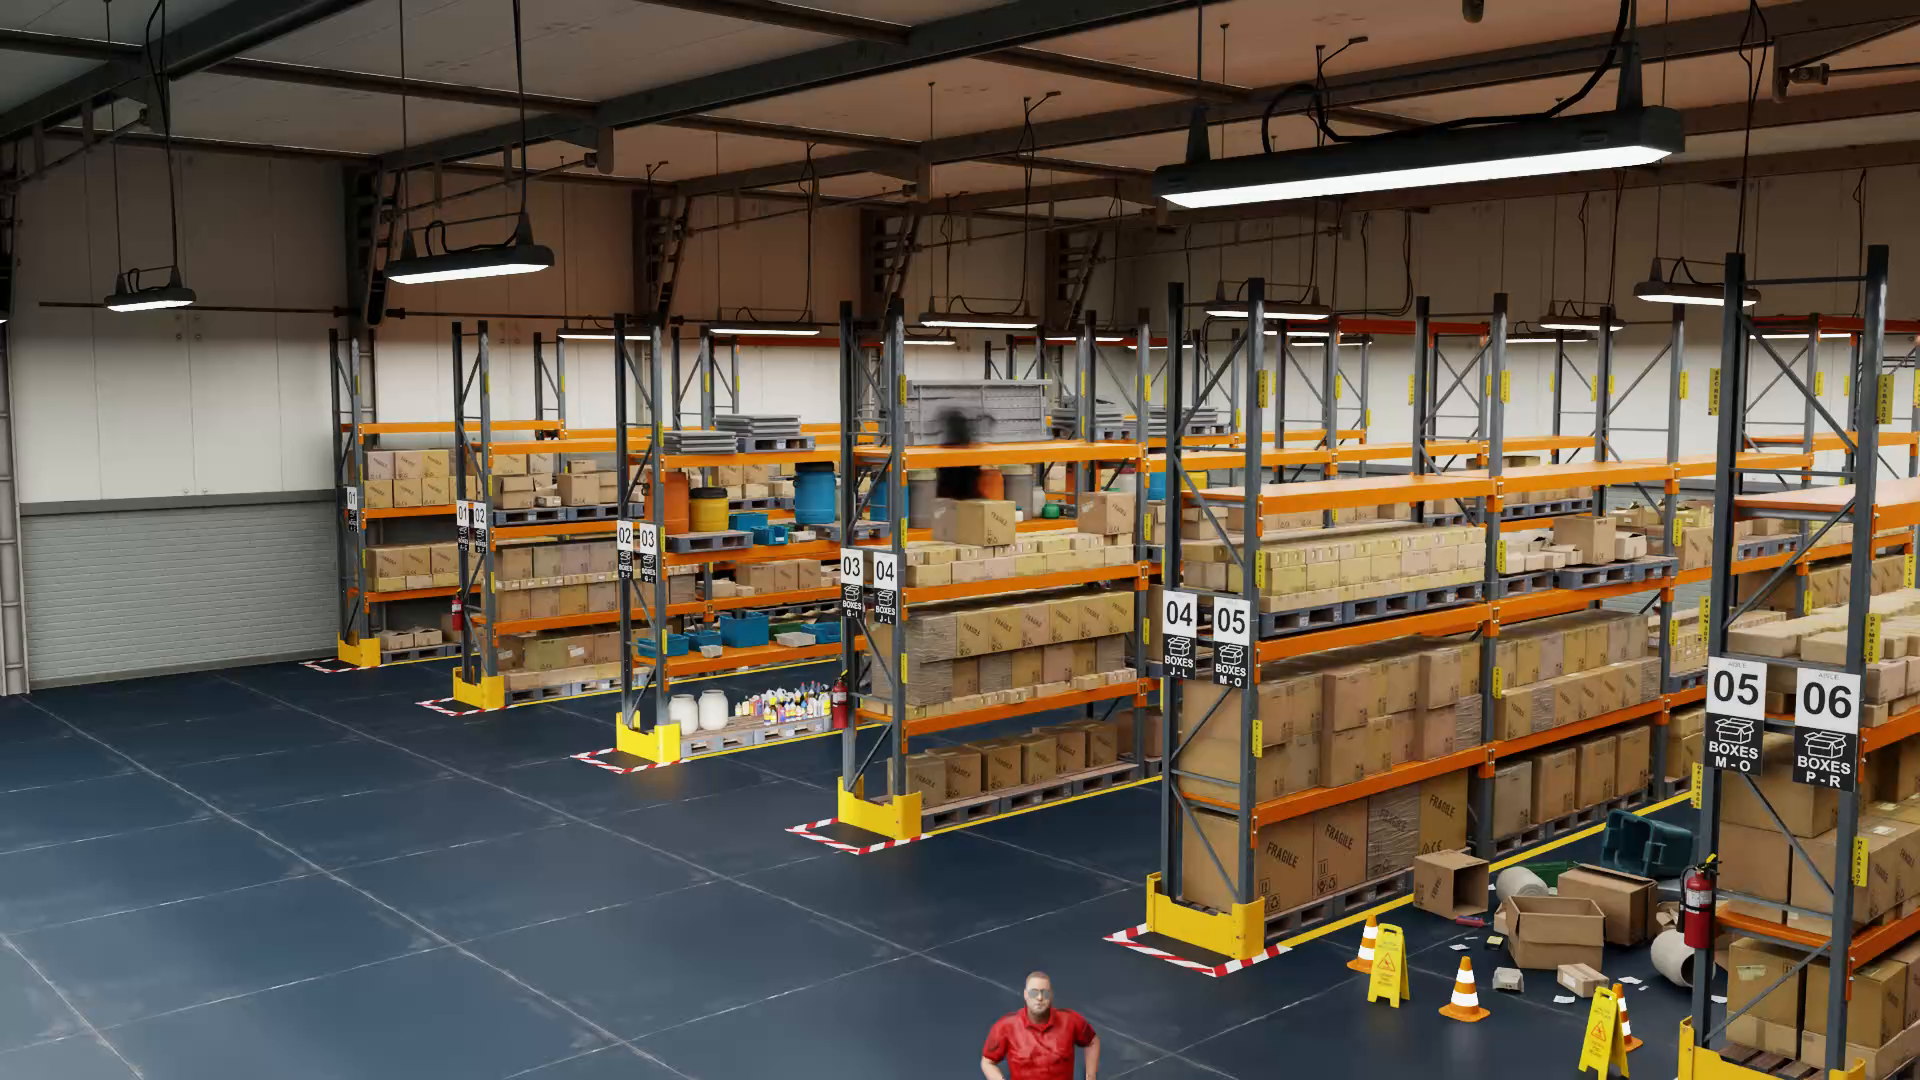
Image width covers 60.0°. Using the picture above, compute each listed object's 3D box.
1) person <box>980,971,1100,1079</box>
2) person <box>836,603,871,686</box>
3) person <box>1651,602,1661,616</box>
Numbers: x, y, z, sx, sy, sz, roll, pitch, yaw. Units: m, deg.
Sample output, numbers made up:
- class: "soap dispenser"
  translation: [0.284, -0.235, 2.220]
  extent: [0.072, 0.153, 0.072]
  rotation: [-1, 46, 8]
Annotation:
- class: "person"
  translation: [0.478, 3.367, 9.684]
  extent: [0.716, 1.696, 0.553]
  rotation: [0, 6, -1]
- class: "person"
  translation: [-1.722, 1.586, 27.538]
  extent: [0.649, 1.737, 0.770]
  rotation: [-5, 7, -41]
- class: "person"
  translation: [10.588, 1.803, 25.124]
  extent: [0.748, 1.732, 0.687]
  rotation: [-3, 7, -31]
